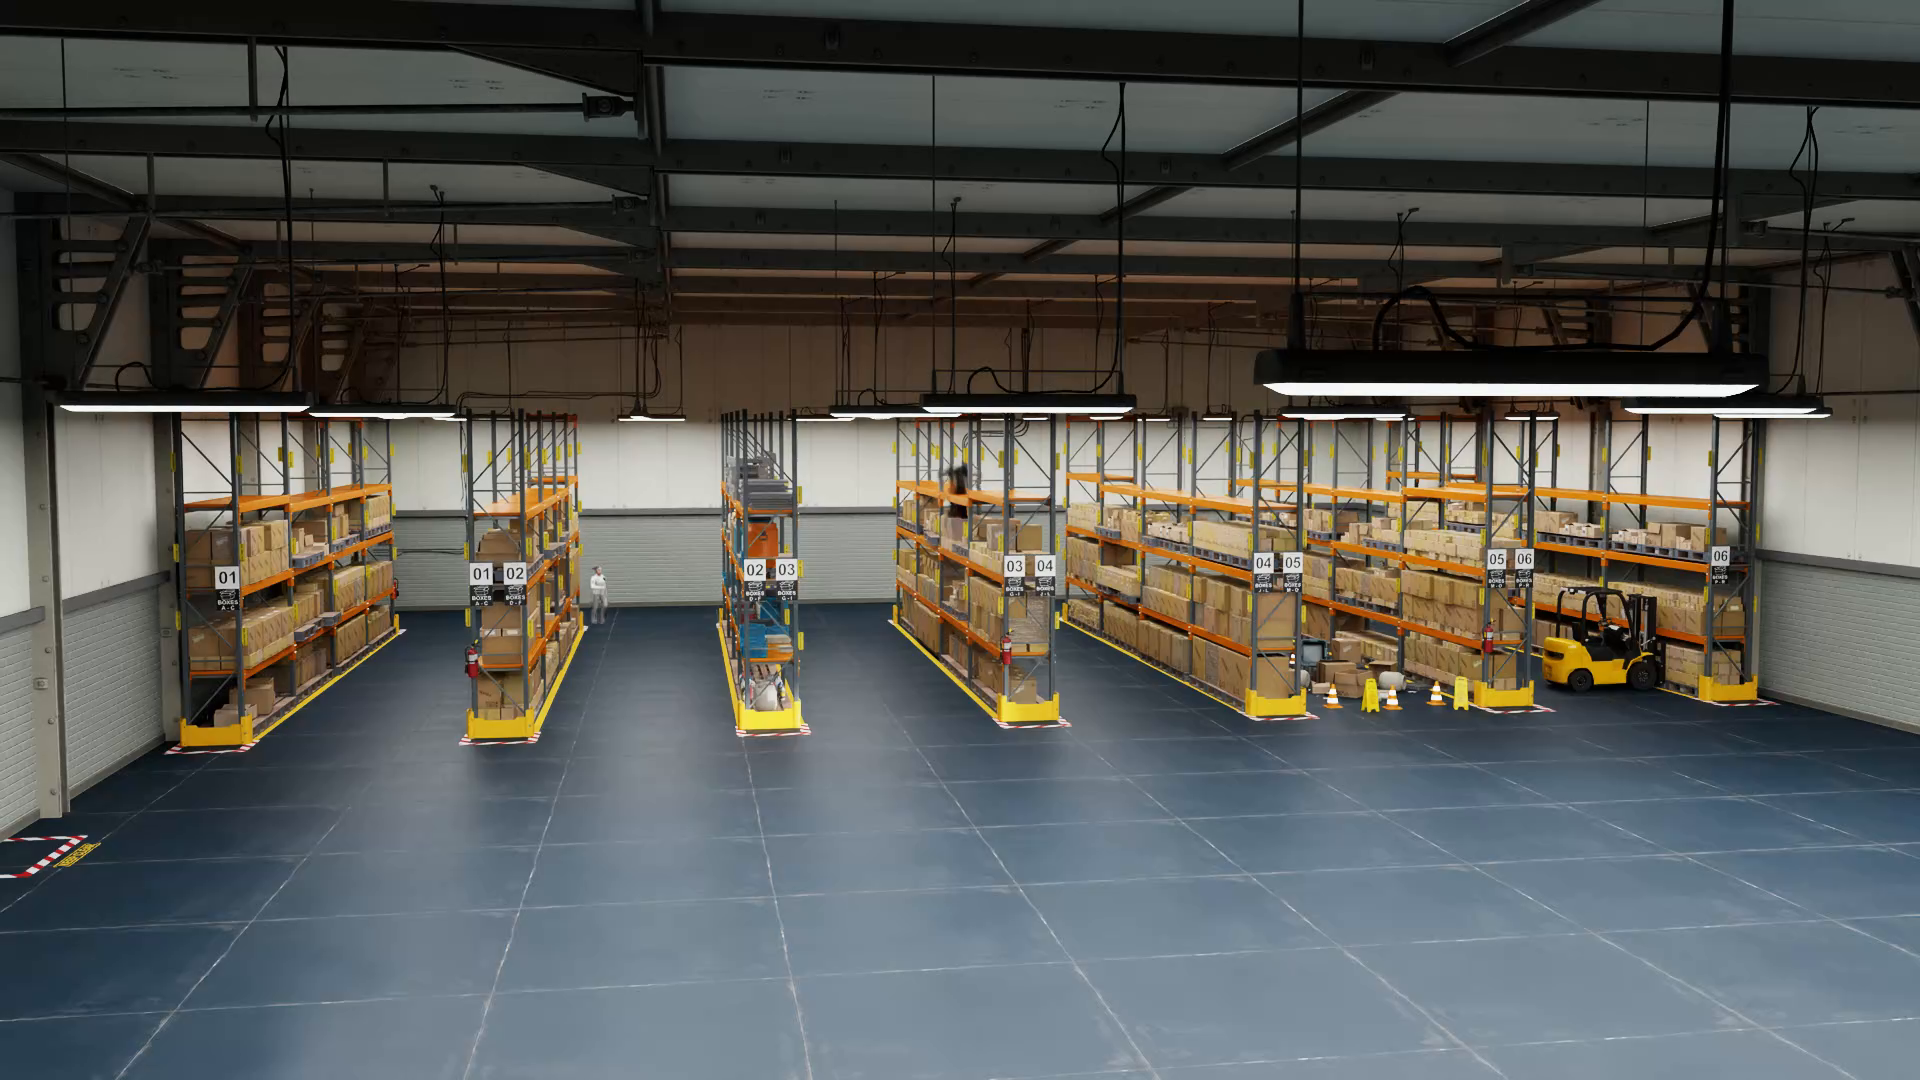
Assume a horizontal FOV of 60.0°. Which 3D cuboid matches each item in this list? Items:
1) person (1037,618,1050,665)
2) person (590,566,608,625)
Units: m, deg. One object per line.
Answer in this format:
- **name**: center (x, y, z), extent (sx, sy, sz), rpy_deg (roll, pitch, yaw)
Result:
- **person**: center (1.976, 2.153, 39.639), extent (0.587, 1.623, 0.649), rpy_deg (-2, 4, -25)
- **person**: center (-10.291, 1.578, 47.429), extent (0.572, 1.718, 0.785), rpy_deg (-3, 5, -38)
